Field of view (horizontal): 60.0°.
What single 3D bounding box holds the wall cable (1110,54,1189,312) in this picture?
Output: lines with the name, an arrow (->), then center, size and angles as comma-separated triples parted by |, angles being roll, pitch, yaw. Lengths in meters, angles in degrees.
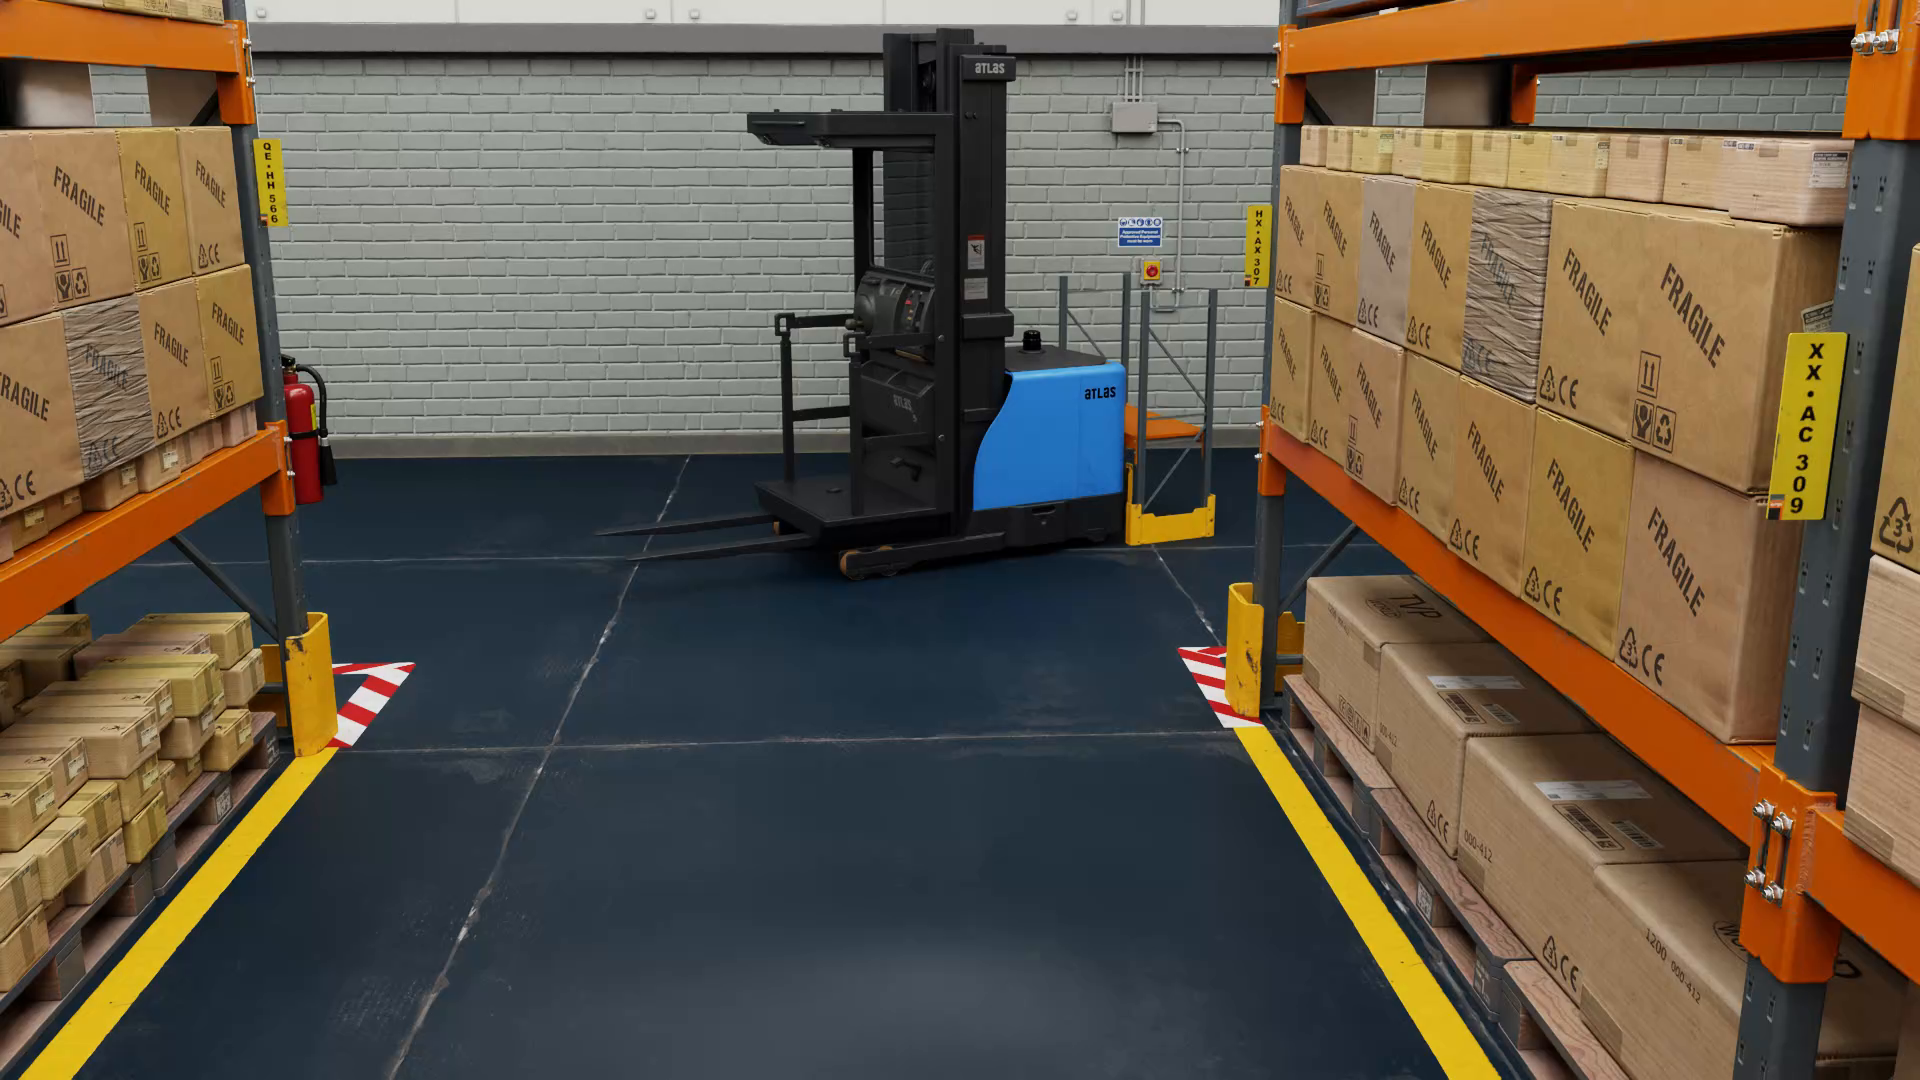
wall cable -> 1.390, -2.649, 12.200 | 0.585, 1.953, 0.123 | -1, 14, -3

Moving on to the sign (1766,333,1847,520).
sign -> 1.456, -0.193, 2.862 | 0.100, 0.325, 0.005 | -1, 14, -3

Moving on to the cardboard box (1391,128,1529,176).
cardboard box -> 1.600, -1.234, 5.292 | 0.380, 0.149, 0.250 | -1, 14, -3

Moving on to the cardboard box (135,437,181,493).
cardboard box -> -2.822, -0.252, 5.490 | 0.380, 0.149, 0.250 | 0, 14, -2

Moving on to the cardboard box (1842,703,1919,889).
cardboard box -> 1.774, 0.441, 2.592 | 0.500, 0.250, 0.500 | -1, 14, -5

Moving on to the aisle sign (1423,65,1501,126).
aisle sign -> 2.067, -2.021, 6.645 | 0.394, 0.787, 0.004 | -1, 14, -3

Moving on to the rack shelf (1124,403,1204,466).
rack shelf -> 1.068, -0.667, 10.332 | 0.538, 0.185, 1.000 | -6, 16, -23

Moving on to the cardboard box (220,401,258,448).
cardboard box -> -2.870, -0.440, 6.220 | 0.380, 0.149, 0.250 | -1, 14, -3

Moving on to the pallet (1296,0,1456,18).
pallet -> 1.819, -1.965, 5.802 | 1.003, 0.211, 1.213 | -1, 14, -3

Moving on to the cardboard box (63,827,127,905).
cardboard box -> -2.780, 0.988, 5.044 | 0.380, 0.149, 0.250 | -1, 14, -2

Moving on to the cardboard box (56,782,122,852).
cardboard box -> -2.778, 0.844, 5.008 | 0.380, 0.149, 0.250 | 0, 14, -1

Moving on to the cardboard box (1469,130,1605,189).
cardboard box -> 1.627, -1.043, 4.552 | 0.380, 0.149, 0.250 | -1, 14, -3

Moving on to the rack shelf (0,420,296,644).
rack shelf -> -3.048, 0.208, 4.643 | 1.077, 0.370, 4.000 | -1, 14, -3

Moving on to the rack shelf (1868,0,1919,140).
rack shelf -> 2.134, -0.352, 0.797 | 1.077, 0.370, 4.000 | -1, 14, -3

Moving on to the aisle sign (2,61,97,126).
aisle sign -> -3.476, -1.911, 6.215 | 0.394, 0.787, 0.004 | -1, 14, -3

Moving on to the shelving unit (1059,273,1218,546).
shelving unit -> 1.065, -0.844, 10.295 | 0.587, 1.500, 1.083 | -6, 16, -23

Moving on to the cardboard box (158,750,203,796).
cardboard box -> -2.884, 0.796, 5.790 | 0.380, 0.149, 0.250 | -1, 14, -4

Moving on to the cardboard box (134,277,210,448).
cardboard box -> -2.861, -0.595, 5.520 | 0.500, 0.500, 0.500 | -1, 14, -4

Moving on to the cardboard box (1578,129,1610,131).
cardboard box -> 2.118, -1.184, 5.098 | 0.380, 0.149, 0.250 | -1, 14, -2

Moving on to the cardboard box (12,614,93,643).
cardboard box -> -3.479, 0.387, 6.188 | 0.380, 0.149, 0.250 | -2, 15, -6

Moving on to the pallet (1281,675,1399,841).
pallet -> 1.890, 0.809, 6.461 | 1.003, 0.211, 1.213 | -1, 14, -3

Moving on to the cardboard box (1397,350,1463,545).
cardboard box -> 1.626, -0.288, 4.924 | 0.500, 0.500, 0.500 | 0, 14, -2

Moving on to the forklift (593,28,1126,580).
forklift -> -0.558, -1.347, 9.378 | 3.031, 2.935, 1.130 | -7, 16, -27

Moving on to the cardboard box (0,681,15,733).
cardboard box -> -3.356, 0.578, 5.443 | 0.380, 0.149, 0.250 | -2, 15, -6

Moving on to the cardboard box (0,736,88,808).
cardboard box -> -2.855, 0.703, 4.958 | 0.380, 0.149, 0.250 | -1, 14, -5

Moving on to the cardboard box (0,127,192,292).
cardboard box -> -2.864, -1.079, 5.395 | 0.500, 0.500, 0.500 | -1, 14, -5

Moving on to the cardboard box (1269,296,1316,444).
cardboard box -> 1.505, -0.664, 6.388 | 0.500, 0.500, 0.500 | -1, 14, -4

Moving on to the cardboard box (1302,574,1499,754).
cardboard box -> 1.903, 0.460, 6.516 | 0.875, 0.438, 0.875 | -1, 14, -5

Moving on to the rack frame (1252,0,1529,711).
rack frame -> 1.762, -0.740, 6.881 | 1.000, 3.000, 0.127 | -1, 14, -3

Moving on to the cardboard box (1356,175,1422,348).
cardboard box -> 1.586, -0.892, 5.267 | 0.500, 0.500, 0.500 | -1, 14, -4

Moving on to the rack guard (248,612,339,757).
rack guard -> -3.167, 0.591, 6.725 | 1.175, 0.500, 0.348 | -1, 14, -3

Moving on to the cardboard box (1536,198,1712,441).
cardboard box -> 1.682, -0.517, 3.808 | 0.500, 0.500, 0.500 | -1, 14, -4

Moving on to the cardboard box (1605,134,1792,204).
cardboard box -> 1.726, -0.855, 3.822 | 0.380, 0.149, 0.250 | -1, 14, -4

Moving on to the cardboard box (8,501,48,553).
cardboard box -> -2.845, -0.052, 4.714 | 0.380, 0.149, 0.250 | -1, 14, -2

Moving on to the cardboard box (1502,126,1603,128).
cardboard box -> 2.124, -1.375, 5.840 | 0.380, 0.149, 0.250 | -1, 14, -4

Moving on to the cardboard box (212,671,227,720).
cardboard box -> -2.892, 0.588, 6.003 | 0.380, 0.149, 0.250 | -1, 14, -5

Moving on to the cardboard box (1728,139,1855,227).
cardboard box -> 1.673, -0.663, 3.076 | 0.380, 0.149, 0.250 | -1, 14, -5

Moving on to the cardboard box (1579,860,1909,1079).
cardboard box -> 2.078, 1.135, 3.895 | 0.875, 0.438, 0.875 | -1, 14, -4

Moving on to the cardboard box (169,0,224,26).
cardboard box -> -2.880, -1.909, 5.708 | 0.500, 0.250, 0.500 | -1, 14, -5

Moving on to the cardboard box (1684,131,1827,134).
cardboard box -> 2.120, -0.991, 4.349 | 0.380, 0.149, 0.250 | -1, 14, -4

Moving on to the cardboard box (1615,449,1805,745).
cardboard box -> 1.726, 0.095, 3.435 | 0.500, 0.500, 0.500 | -1, 14, -3

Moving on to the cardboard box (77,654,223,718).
cardboard box -> -2.785, 0.505, 5.730 | 0.380, 0.149, 0.250 | -1, 14, -5
